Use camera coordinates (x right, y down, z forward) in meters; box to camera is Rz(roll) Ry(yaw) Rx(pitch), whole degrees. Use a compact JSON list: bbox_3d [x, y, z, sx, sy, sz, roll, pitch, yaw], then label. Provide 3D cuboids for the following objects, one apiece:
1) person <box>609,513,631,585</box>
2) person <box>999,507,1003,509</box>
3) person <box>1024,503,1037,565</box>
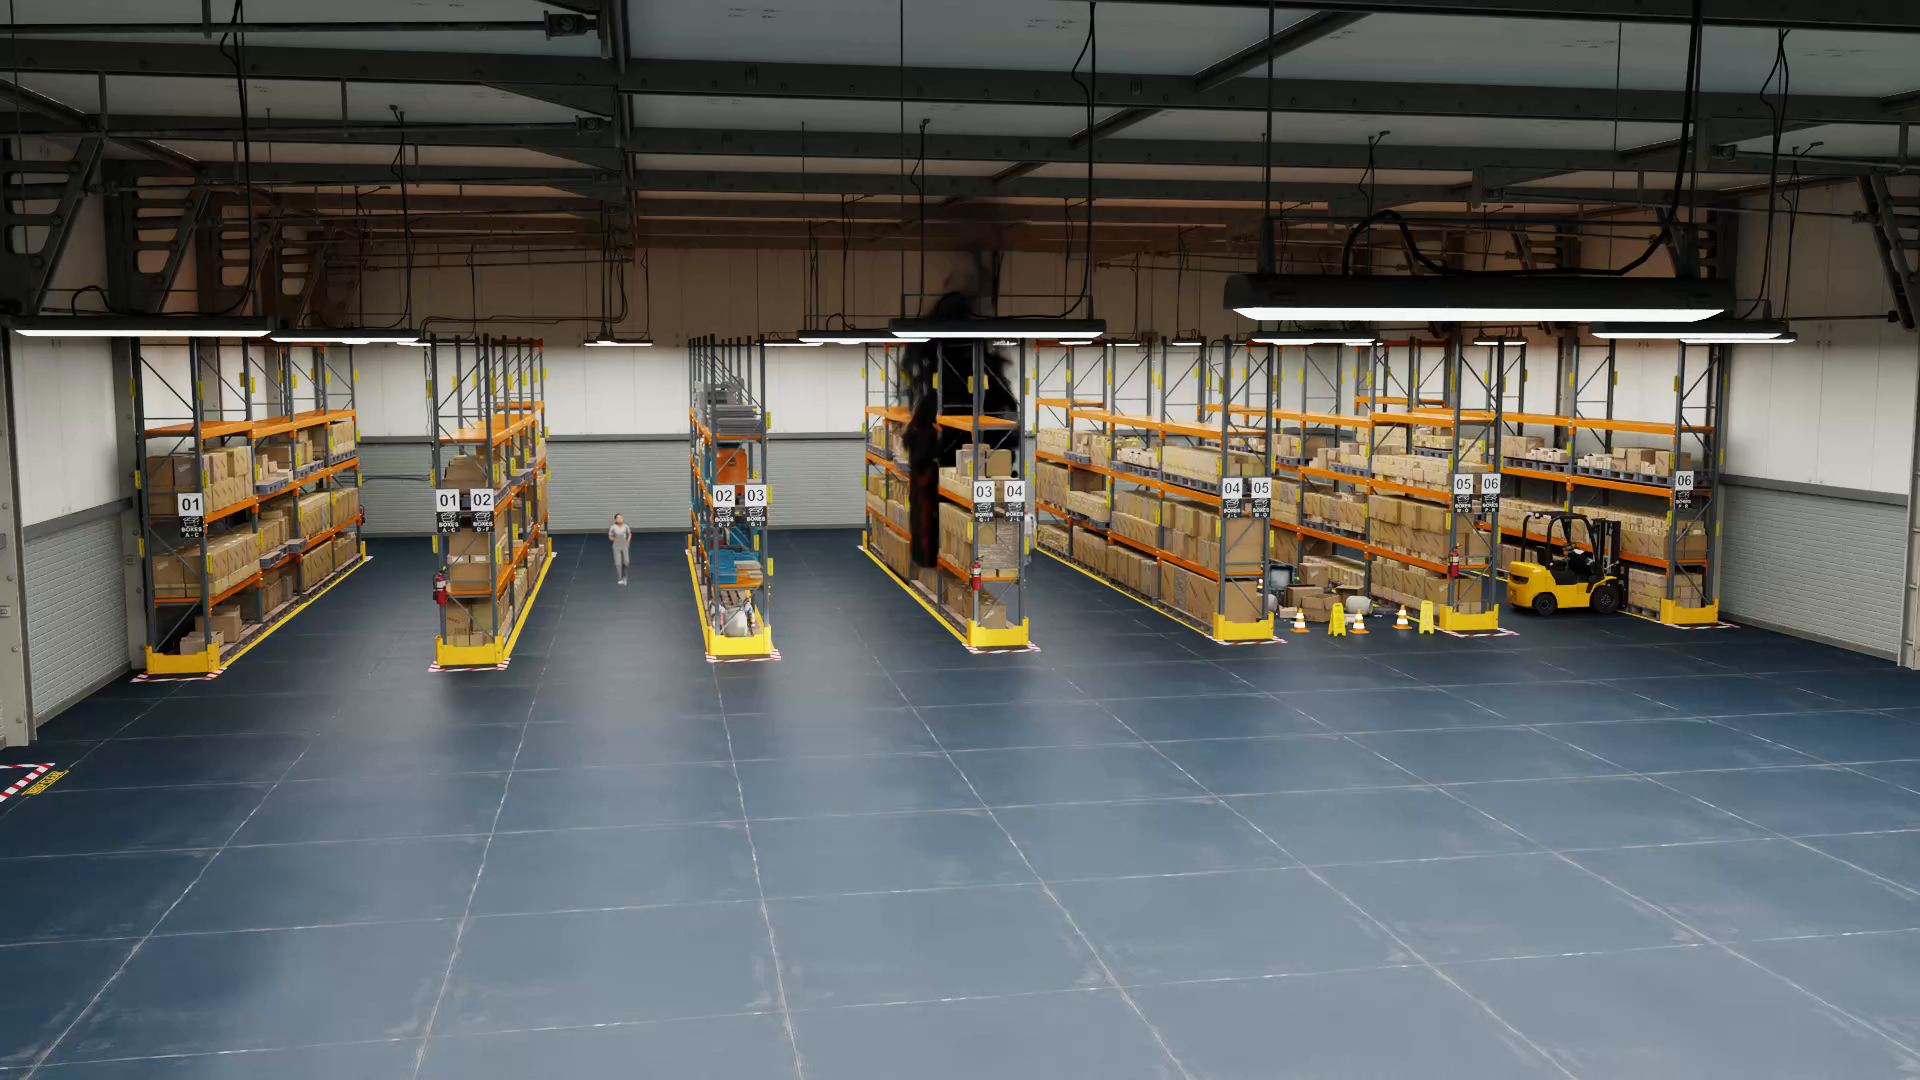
[{"bbox_3d":[-7.829,0.224,38.422,0.544,1.679,0.607,-2,7,-20],"label":"person"},{"bbox_3d":[1.077,-0.692,48.919,0.665,1.642,0.617,5,8,37],"label":"person"},{"bbox_3d":[1.790,-0.148,44.023,0.603,1.654,0.542,-1,7,-11],"label":"person"}]
